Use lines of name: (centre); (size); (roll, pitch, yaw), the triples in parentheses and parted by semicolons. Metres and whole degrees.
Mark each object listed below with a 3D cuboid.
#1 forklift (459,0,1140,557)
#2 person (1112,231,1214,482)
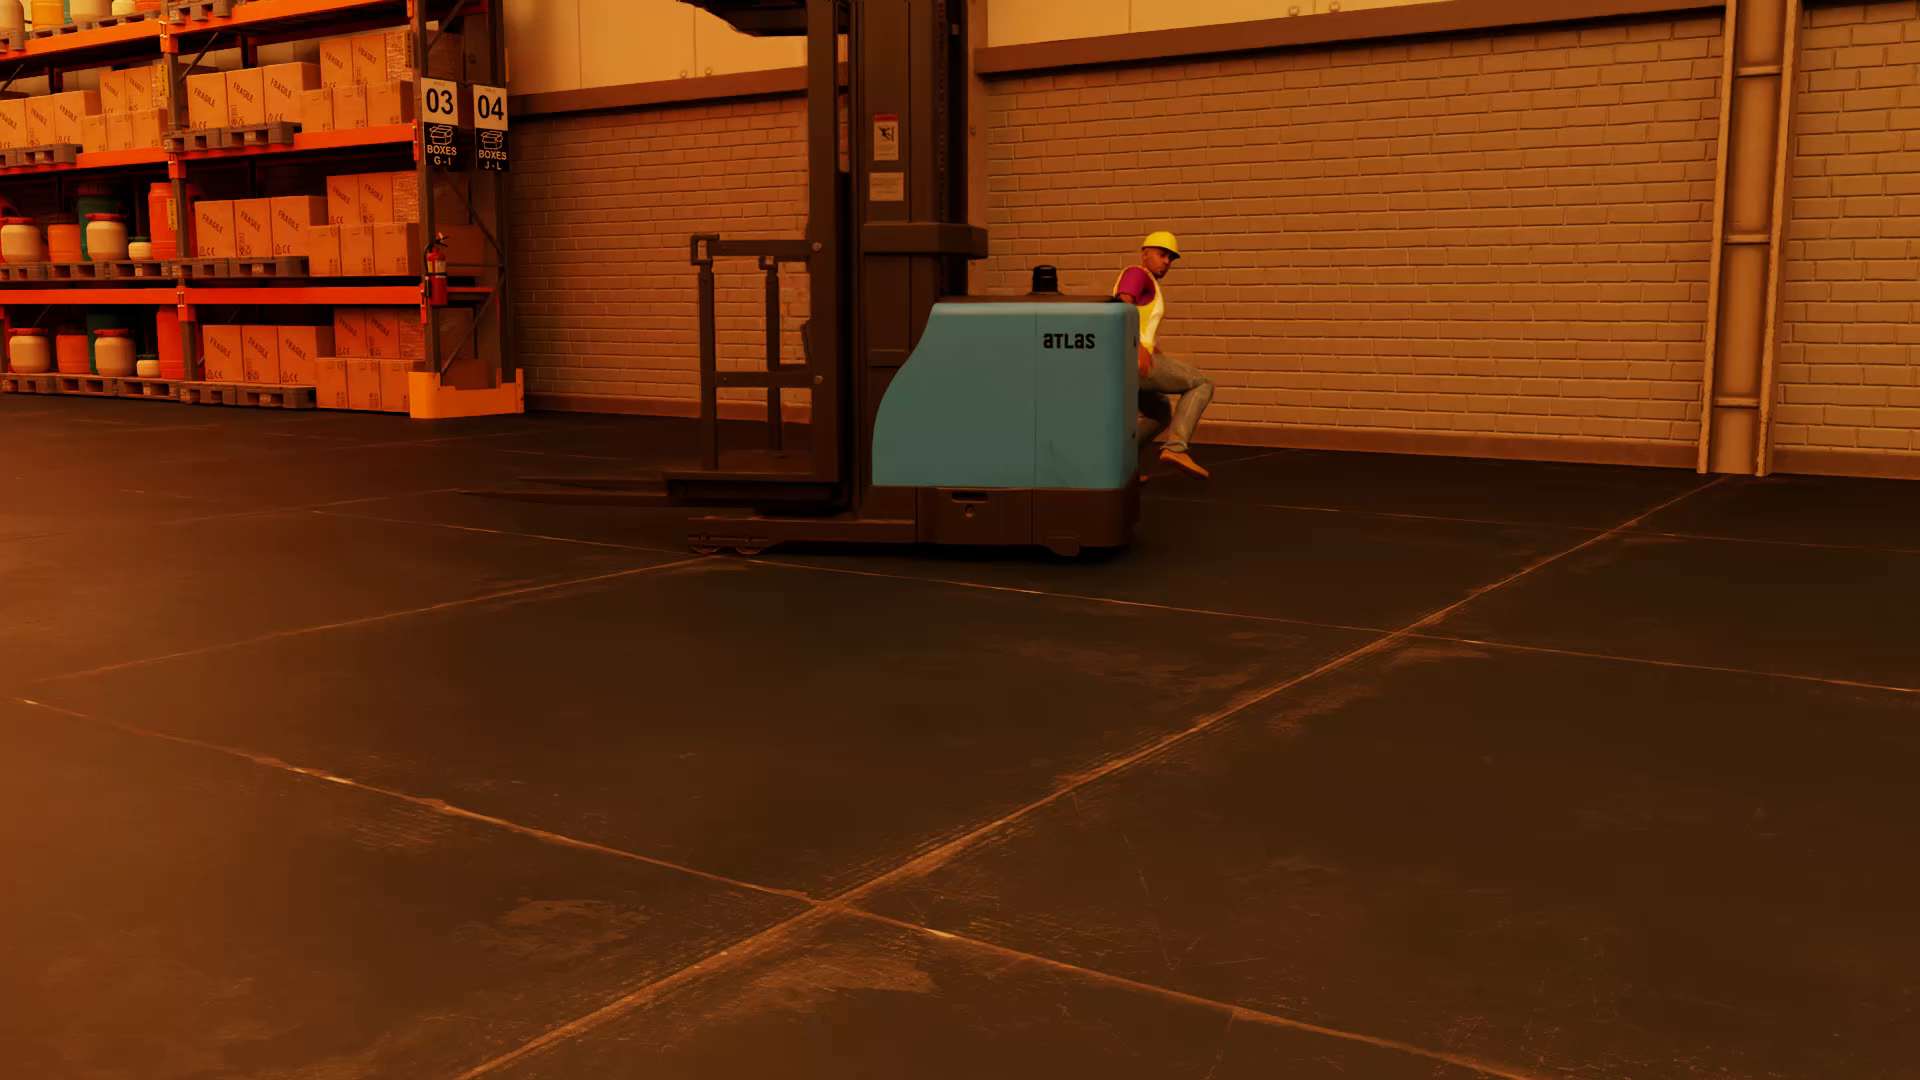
forklift: (-0.729, -1.456, 7.434); (3.031, 2.935, 1.130); (1, 8, 10)
person: (1.154, -1.044, 9.747); (0.693, 1.521, 0.841); (-1, 8, -10)
